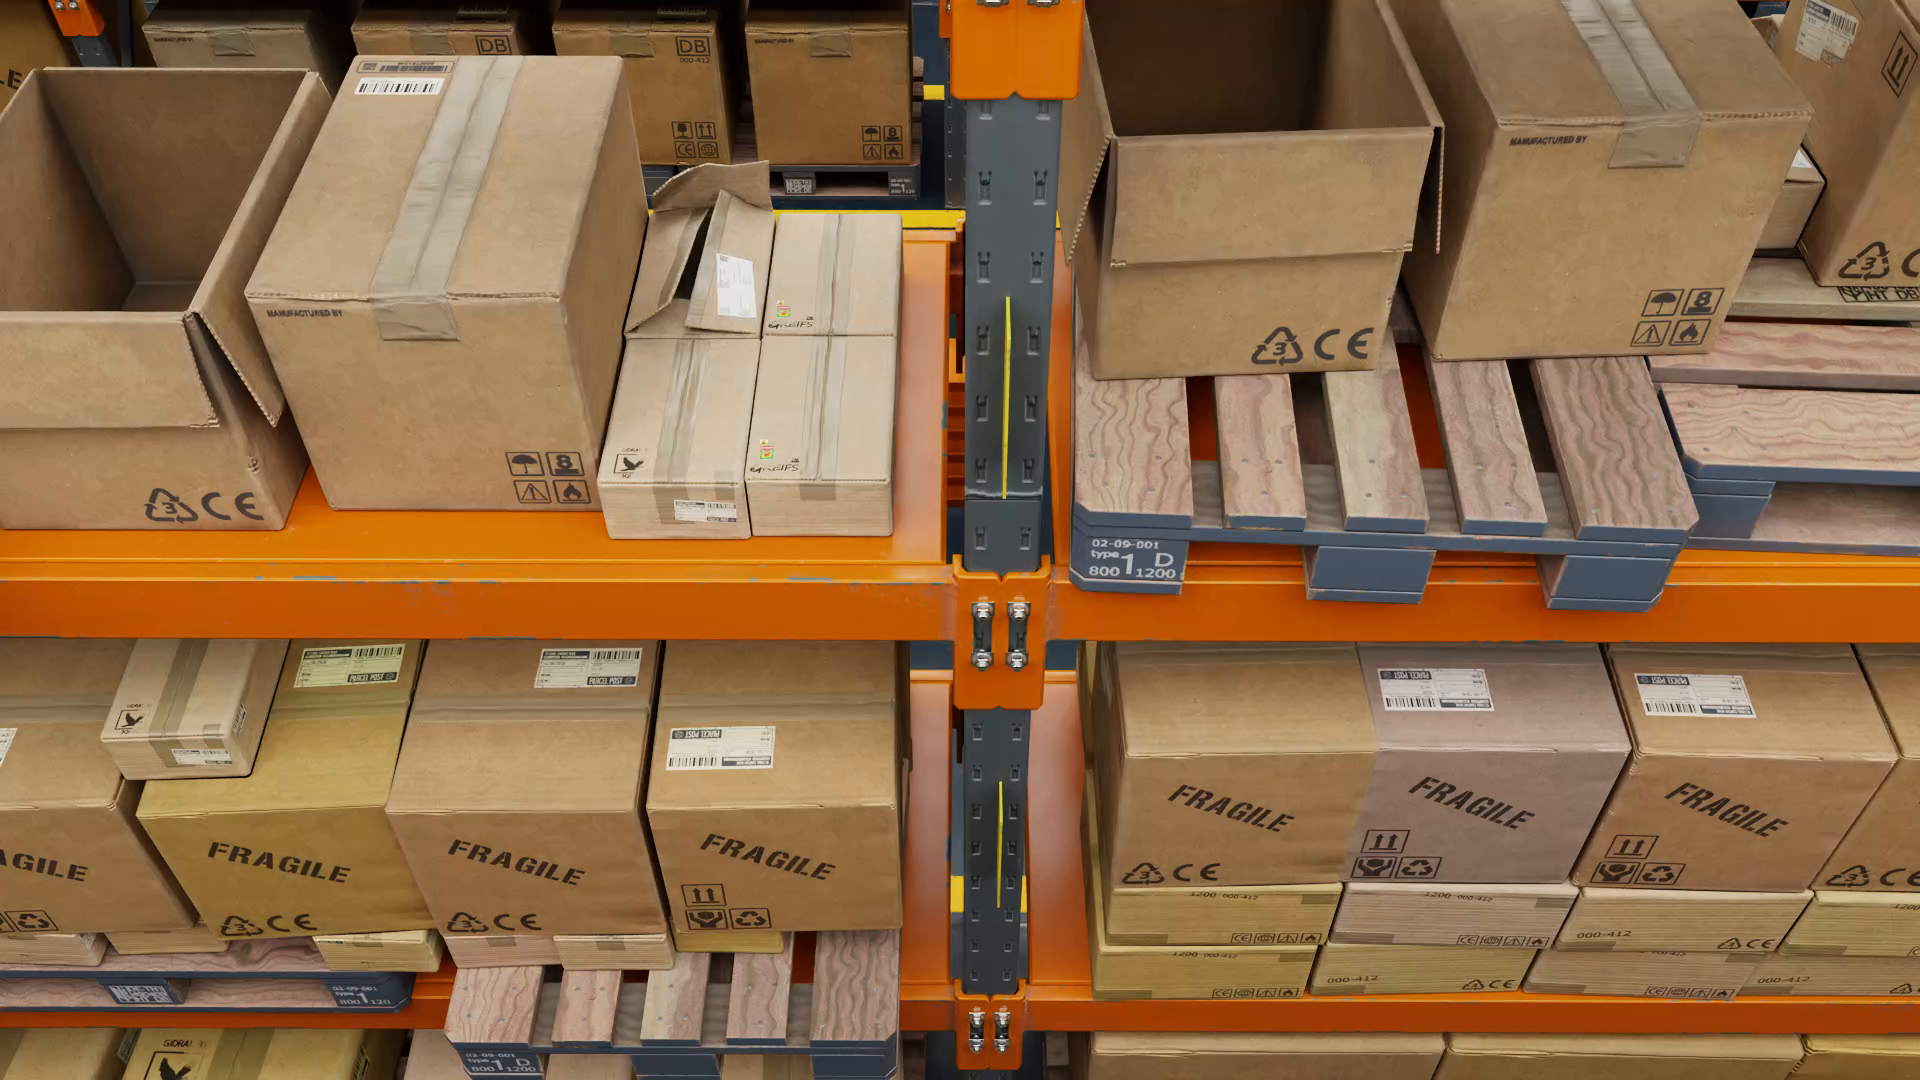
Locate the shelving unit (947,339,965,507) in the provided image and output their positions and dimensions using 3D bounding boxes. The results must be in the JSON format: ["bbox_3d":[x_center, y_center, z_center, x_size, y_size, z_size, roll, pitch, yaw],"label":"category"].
[{"bbox_3d":[-0.014,-0.409,6.311,0.189,1.200,0.258,0,47,0],"label":"shelving unit"}]

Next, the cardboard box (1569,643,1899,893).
[{"bbox_3d":[1.579,0.404,3.573,0.500,0.500,0.500,1,47,1],"label":"cardboard box"}]

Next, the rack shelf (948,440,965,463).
[{"bbox_3d":[-0.014,-0.379,6.343,0.180,0.103,0.258,0,47,0],"label":"rack shelf"}]

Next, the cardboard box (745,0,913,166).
[{"bbox_3d":[-0.618,-2.476,8.255,0.750,0.750,1.050,0,47,0],"label":"cardboard box"}]

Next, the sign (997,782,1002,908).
[{"bbox_3d":[0.080,0.621,3.385,0.005,0.325,0.100,0,47,0],"label":"sign"}]

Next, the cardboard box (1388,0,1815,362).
[{"bbox_3d":[1.064,-0.744,2.989,0.500,0.500,0.700,-2,47,-2],"label":"cardboard box"}]

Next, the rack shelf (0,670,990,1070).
[{"bbox_3d":[-1.927,0.831,4.418,4.000,0.370,1.077,0,47,0],"label":"rack shelf"}]

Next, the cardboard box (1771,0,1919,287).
[{"bbox_3d":[1.837,-0.815,3.055,0.500,0.500,0.500,1,47,1],"label":"cardboard box"}]

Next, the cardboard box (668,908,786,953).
[{"bbox_3d":[-0.524,0.758,3.880,0.250,0.149,0.380,1,47,1],"label":"cardboard box"}]

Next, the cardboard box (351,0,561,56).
[{"bbox_3d":[-2.424,-2.478,8.257,0.750,0.750,1.050,0,47,0],"label":"cardboard box"}]

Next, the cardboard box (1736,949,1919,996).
[{"bbox_3d":[2.093,0.821,4.039,0.500,0.250,0.500,0,47,0],"label":"cardboard box"}]

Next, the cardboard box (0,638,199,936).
[{"bbox_3d":[-1.950,0.519,3.659,0.500,0.500,0.500,-2,47,-1],"label":"cardboard box"}]

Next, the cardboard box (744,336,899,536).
[{"bbox_3d":[-0.243,-0.192,3.002,0.250,0.149,0.380,0,47,0],"label":"cardboard box"}]

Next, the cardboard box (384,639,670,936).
[{"bbox_3d":[-0.900,0.522,3.656,0.500,0.500,0.500,-1,47,0],"label":"cardboard box"}]

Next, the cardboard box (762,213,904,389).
[{"bbox_3d":[-0.241,-0.470,3.261,0.250,0.149,0.380,0,47,0],"label":"cardboard box"}]

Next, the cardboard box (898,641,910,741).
[{"bbox_3d":[-0.376,0.143,4.010,0.500,0.500,0.500,-1,47,-1],"label":"cardboard box"}]

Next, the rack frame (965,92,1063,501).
[{"bbox_3d":[0.073,-1.452,1.954,0.127,3.000,1.000,0,47,0],"label":"rack frame"}]

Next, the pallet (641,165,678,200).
[{"bbox_3d":[-2.015,-2.145,8.602,1.213,0.211,1.003,0,47,0],"label":"pallet"}]

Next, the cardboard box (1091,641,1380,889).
[{"bbox_3d":[0.565,0.397,3.580,0.500,0.500,0.500,-1,47,-1],"label":"cardboard box"}]

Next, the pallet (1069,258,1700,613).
[{"bbox_3d":[0.717,-0.403,3.156,1.003,0.211,1.213,2,47,2],"label":"pallet"}]

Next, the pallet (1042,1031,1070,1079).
[{"bbox_3d":[0.861,1.599,5.117,1.213,0.211,1.003,0,47,0],"label":"pallet"}]

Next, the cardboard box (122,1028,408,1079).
[{"bbox_3d":[-1.988,1.333,4.969,0.625,0.372,0.950,2,47,1],"label":"cardboard box"}]

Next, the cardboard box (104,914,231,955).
[{"bbox_3d":[-1.805,0.759,3.879,0.250,0.149,0.380,-1,47,-1],"label":"cardboard box"}]

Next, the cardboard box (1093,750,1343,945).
[{"bbox_3d":[0.579,0.655,3.852,0.500,0.250,0.500,0,47,0],"label":"cardboard box"}]

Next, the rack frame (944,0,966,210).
[{"bbox_3d":[-0.010,-3.032,7.523,0.127,3.000,1.000,0,47,0],"label":"rack frame"}]

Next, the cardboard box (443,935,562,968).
[{"bbox_3d":[-1.028,0.783,3.856,0.250,0.149,0.380,-2,47,-2],"label":"cardboard box"}]

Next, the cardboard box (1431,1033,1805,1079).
[{"bbox_3d":[1.655,1.241,4.711,0.875,0.875,0.875,1,47,1],"label":"cardboard box"}]

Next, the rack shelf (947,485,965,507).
[{"bbox_3d":[-0.014,-0.215,6.519,0.180,0.103,0.258,0,47,0],"label":"rack shelf"}]

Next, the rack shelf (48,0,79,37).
[{"bbox_3d":[-6.010,-2.803,7.801,4.000,0.370,1.077,0,47,0],"label":"rack shelf"}]

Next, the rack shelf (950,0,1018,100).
[{"bbox_3d":[-1.927,-1.076,2.369,4.000,0.370,1.077,0,47,0],"label":"rack shelf"}]

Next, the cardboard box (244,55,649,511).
[{"bbox_3d":[-0.875,-0.474,3.025,0.500,0.500,0.700,0,47,0],"label":"cardboard box"}]

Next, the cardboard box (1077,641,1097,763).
[{"bbox_3d":[0.558,0.288,4.194,0.500,0.250,0.500,0,47,0],"label":"cardboard box"}]

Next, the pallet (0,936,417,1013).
[{"bbox_3d":[-1.907,0.682,4.197,1.213,0.211,1.003,0,47,0],"label":"pallet"}]

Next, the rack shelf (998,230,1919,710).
[{"bbox_3d":[2.073,-0.180,3.310,4.000,0.370,1.077,0,47,0],"label":"rack shelf"}]

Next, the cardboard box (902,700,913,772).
[{"bbox_3d":[-0.251,0.397,4.216,0.250,0.149,0.380,-2,47,-2],"label":"cardboard box"}]

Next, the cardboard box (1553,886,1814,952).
[{"bbox_3d":[1.594,0.667,3.841,0.500,0.250,0.500,0,47,0],"label":"cardboard box"}]

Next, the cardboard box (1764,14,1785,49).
[{"bbox_3d":[4.307,-2.526,8.509,0.250,0.149,0.380,1,47,1],"label":"cardboard box"}]

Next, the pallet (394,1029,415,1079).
[{"bbox_3d":[-1.925,1.533,5.179,1.213,0.211,1.003,0,47,0],"label":"pallet"}]

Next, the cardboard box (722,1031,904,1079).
[{"bbox_3d":[-0.492,1.335,4.966,0.625,0.372,0.950,-3,47,-3],"label":"cardboard box"}]

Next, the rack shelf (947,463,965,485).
[{"bbox_3d":[-0.014,-0.297,6.431,0.180,0.103,0.258,0,47,0],"label":"rack shelf"}]

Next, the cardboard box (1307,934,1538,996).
[{"bbox_3d":[1.075,0.817,4.043,0.500,0.250,0.500,-1,47,-1],"label":"cardboard box"}]
